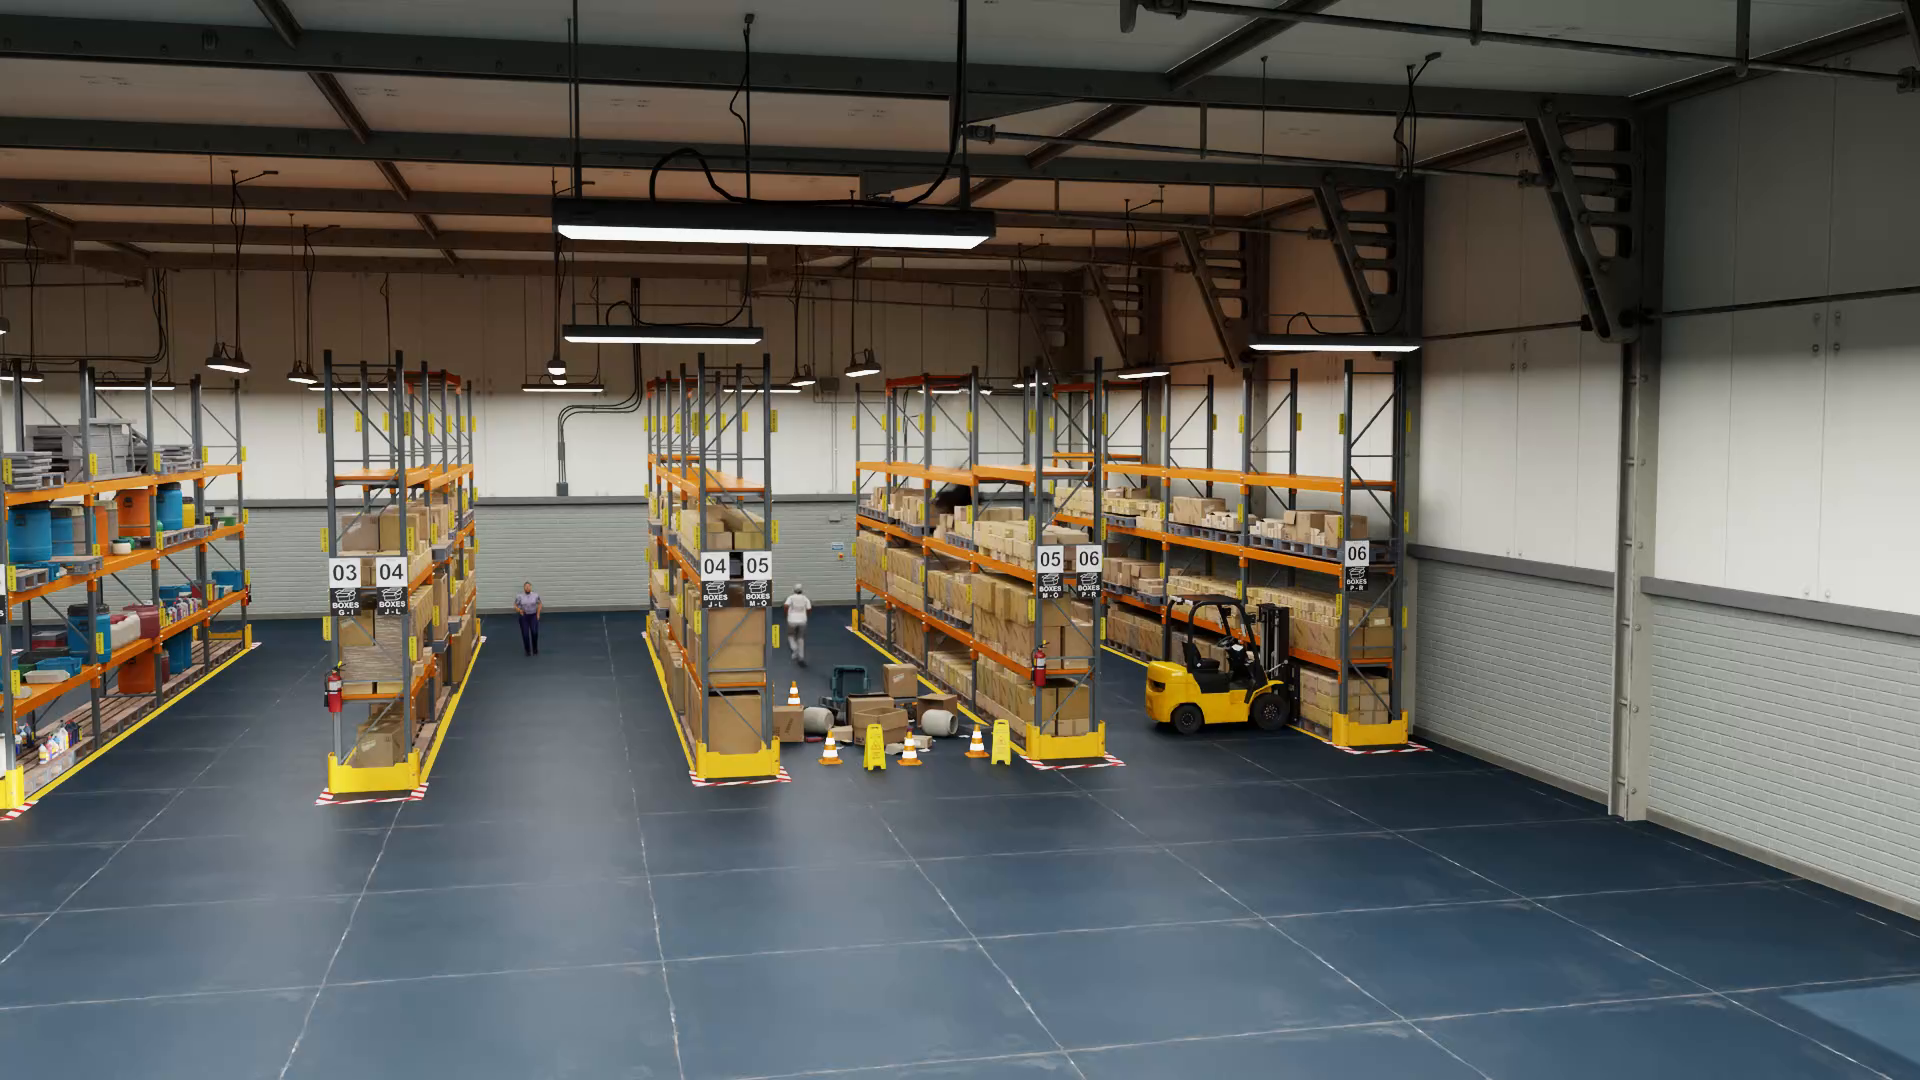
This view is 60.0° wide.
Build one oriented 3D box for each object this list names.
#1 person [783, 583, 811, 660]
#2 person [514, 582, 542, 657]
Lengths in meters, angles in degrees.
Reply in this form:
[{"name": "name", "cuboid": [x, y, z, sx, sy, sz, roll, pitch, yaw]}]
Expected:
[{"name": "person", "cuboid": [-3.471, 1.738, 35.251, 0.610, 1.663, 0.648, -1, 4, -12]}, {"name": "person", "cuboid": [-9.283, 1.709, 35.757, 0.584, 1.619, 0.635, -1, 4, -15]}]
